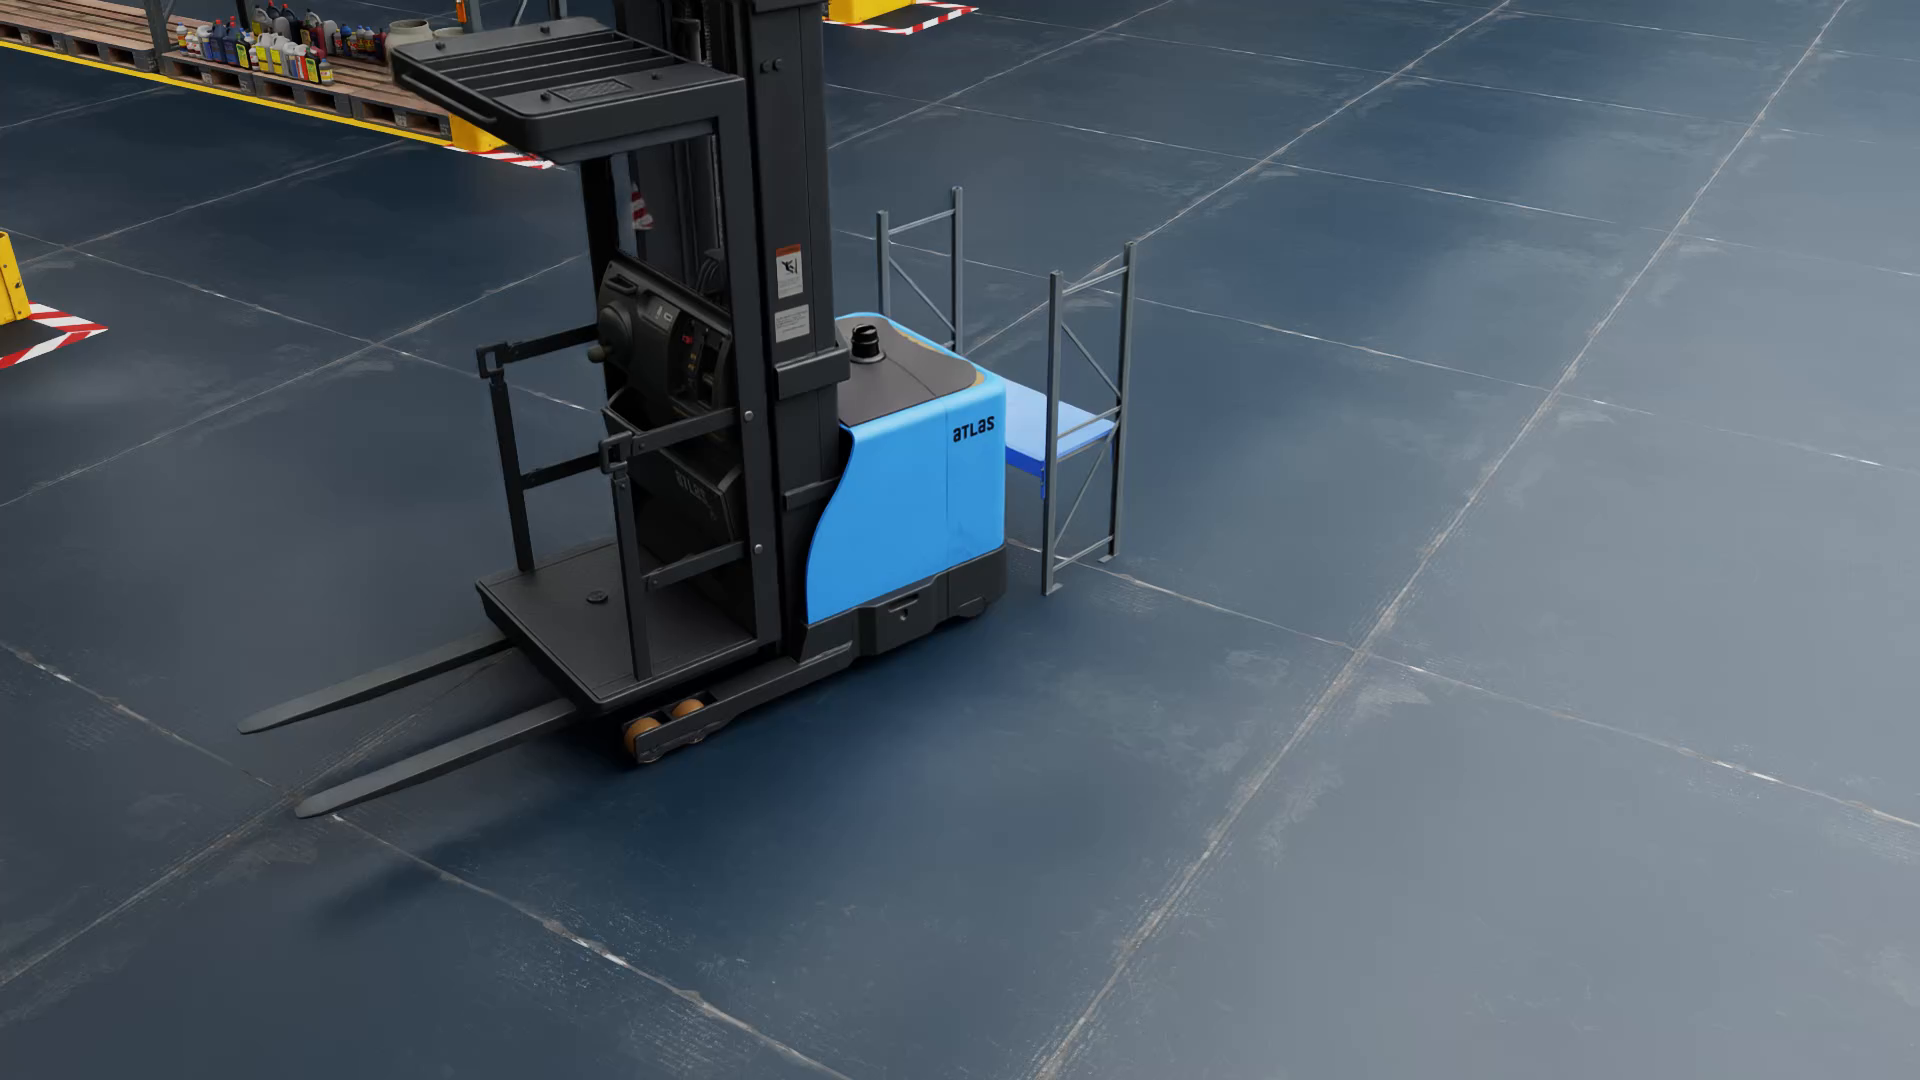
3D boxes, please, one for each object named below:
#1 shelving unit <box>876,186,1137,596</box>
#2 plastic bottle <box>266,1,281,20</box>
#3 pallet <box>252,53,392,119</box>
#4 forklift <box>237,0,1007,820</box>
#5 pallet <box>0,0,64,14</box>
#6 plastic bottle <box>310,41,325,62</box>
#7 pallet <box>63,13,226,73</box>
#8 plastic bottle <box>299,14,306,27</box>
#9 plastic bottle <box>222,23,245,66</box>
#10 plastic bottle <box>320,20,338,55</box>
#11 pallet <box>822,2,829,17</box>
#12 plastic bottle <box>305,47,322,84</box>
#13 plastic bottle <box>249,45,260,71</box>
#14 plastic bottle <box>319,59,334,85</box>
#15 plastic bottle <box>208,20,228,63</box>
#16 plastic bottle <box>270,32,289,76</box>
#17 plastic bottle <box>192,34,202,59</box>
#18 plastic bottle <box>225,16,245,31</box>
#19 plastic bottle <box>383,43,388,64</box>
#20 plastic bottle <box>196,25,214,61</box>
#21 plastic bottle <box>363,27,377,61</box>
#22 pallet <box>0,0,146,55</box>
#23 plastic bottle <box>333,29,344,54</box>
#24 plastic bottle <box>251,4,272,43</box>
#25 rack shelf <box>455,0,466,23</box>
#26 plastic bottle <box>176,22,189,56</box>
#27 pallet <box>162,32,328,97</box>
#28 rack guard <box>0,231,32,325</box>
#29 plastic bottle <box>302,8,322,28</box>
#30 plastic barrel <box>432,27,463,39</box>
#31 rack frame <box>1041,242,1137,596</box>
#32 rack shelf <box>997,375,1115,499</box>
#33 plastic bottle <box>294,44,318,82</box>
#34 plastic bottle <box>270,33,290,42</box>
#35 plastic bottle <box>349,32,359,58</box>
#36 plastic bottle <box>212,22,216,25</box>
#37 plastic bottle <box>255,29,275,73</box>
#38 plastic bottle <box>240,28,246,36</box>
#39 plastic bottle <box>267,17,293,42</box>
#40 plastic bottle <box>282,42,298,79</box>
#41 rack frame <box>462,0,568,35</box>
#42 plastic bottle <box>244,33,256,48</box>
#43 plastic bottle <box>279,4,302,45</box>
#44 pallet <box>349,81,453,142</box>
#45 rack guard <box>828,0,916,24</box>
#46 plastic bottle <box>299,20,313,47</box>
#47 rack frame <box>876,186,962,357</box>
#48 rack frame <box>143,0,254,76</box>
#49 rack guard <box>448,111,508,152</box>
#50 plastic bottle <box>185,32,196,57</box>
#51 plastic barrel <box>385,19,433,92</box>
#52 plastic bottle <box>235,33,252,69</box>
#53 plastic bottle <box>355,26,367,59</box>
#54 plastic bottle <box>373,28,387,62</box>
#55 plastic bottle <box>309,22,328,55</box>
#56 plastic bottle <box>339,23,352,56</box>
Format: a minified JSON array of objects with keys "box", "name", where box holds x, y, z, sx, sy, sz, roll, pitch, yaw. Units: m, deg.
[{"box":[0.183,-0.676,7.421,1.048,1.500,0.538,27,39,38],"name":"shelving unit"},{"box":[-6.144,-4.655,14.944,0.185,0.351,0.144,17,34,26],"name":"plastic bottle"},{"box":[-5.259,-3.930,14.276,1.213,0.211,1.003,18,35,27],"name":"pallet"},{"box":[-1.270,-0.724,6.082,3.031,2.935,1.130,-22,37,-32],"name":"forklift"},{"box":[-9.595,-5.301,16.628,1.213,0.211,1.003,18,35,27],"name":"pallet"},{"box":[-5.386,-4.033,13.946,0.133,0.283,0.061,18,35,27],"name":"plastic bottle"},{"box":[-7.529,-4.648,15.507,1.213,0.211,1.003,18,35,27],"name":"pallet"},{"box":[-5.822,-4.548,14.828,0.133,0.283,0.061,20,36,31],"name":"plastic bottle"},{"box":[-6.220,-4.260,14.268,0.185,0.351,0.144,16,34,25],"name":"plastic bottle"},{"box":[-5.573,-4.439,14.649,0.135,0.276,0.152,18,35,28],"name":"plastic bottle"},{"box":[-1.555,-5.749,17.395,1.213,0.211,1.003,18,35,27],"name":"pallet"},{"box":[-5.352,-3.932,13.772,0.133,0.283,0.061,18,35,29],"name":"plastic bottle"},{"box":[-5.993,-4.110,14.158,0.097,0.201,0.097,0,30,0],"name":"plastic bottle"},{"box":[-5.244,-3.873,13.752,0.097,0.201,0.097,0,30,0],"name":"plastic bottle"},{"box":[-6.380,-4.311,14.355,0.185,0.351,0.144,19,35,29],"name":"plastic bottle"},{"box":[-5.702,-4.096,13.987,0.185,0.351,0.144,19,35,29],"name":"plastic bottle"},{"box":[-6.634,-4.313,14.506,0.097,0.201,0.097,0,30,0],"name":"plastic bottle"},{"box":[-6.303,-4.372,14.460,0.185,0.351,0.144,18,35,27],"name":"plastic bottle"},{"box":[-4.913,-4.214,14.338,0.097,0.201,0.097,0,30,0],"name":"plastic bottle"},{"box":[-6.518,-4.324,14.452,0.135,0.276,0.152,19,35,29],"name":"plastic bottle"},{"box":[-5.115,-4.309,14.430,0.097,0.271,0.097,0,30,0],"name":"plastic bottle"},{"box":[-8.566,-4.974,16.067,1.213,0.211,1.003,18,35,27],"name":"pallet"},{"box":[-5.458,-4.387,14.633,0.097,0.201,0.097,0,30,0],"name":"plastic bottle"},{"box":[-6.221,-4.593,14.838,0.185,0.351,0.144,18,35,27],"name":"plastic bottle"},{"box":[-5.149,-4.812,13.735,4.000,0.370,1.077,18,35,27],"name":"rack shelf"},{"box":[-6.806,-4.397,14.582,0.097,0.271,0.097,0,30,0],"name":"plastic bottle"},{"box":[-6.296,-4.256,14.836,1.213,0.211,1.003,18,35,27],"name":"pallet"},{"box":[-6.071,-1.387,9.632,0.348,0.500,1.175,18,35,27],"name":"rack guard"},{"box":[-5.708,-4.517,14.708,0.185,0.351,0.144,17,34,27],"name":"plastic bottle"},{"box":[-4.053,-3.837,13.403,0.421,0.512,0.421,0,30,0],"name":"plastic barrel"},{"box":[0.544,-0.496,7.111,0.032,1.500,0.500,27,39,38],"name":"rack frame"},{"box":[0.183,-0.521,7.511,1.000,0.185,0.538,27,39,38],"name":"rack shelf"},{"box":[-5.442,-3.984,13.869,0.135,0.276,0.152,18,35,28],"name":"plastic bottle"},{"box":[-5.802,-4.184,14.211,0.135,0.276,0.152,18,35,27],"name":"plastic bottle"},{"box":[-5.284,-4.332,14.539,0.097,0.201,0.097,0,30,0],"name":"plastic bottle"},{"box":[-6.462,-4.373,14.529,0.133,0.283,0.061,18,35,27],"name":"plastic bottle"},{"box":[-5.860,-4.146,14.073,0.185,0.351,0.144,17,34,27],"name":"plastic bottle"},{"box":[-6.193,-4.289,14.396,0.097,0.271,0.097,0,30,0],"name":"plastic bottle"},{"box":[-6.039,-4.501,14.755,0.135,0.276,0.152,18,35,27],"name":"plastic bottle"},{"box":[-5.560,-4.022,13.933,0.135,0.276,0.152,17,34,26],"name":"plastic bottle"},{"box":[-3.455,-4.587,12.635,0.127,3.000,1.000,18,35,27],"name":"rack frame"},{"box":[-6.075,-4.202,14.248,0.097,0.271,0.097,0,30,0],"name":"plastic bottle"},{"box":[-5.982,-4.603,14.856,0.185,0.351,0.144,16,34,25],"name":"plastic bottle"},{"box":[-4.230,-3.602,13.716,1.213,0.211,1.003,18,35,27],"name":"pallet"},{"box":[-0.886,-5.641,16.924,0.348,0.500,1.175,18,35,27],"name":"rack guard"},{"box":[-5.741,-4.437,14.638,0.133,0.283,0.061,18,35,27],"name":"plastic bottle"},{"box":[-0.177,-0.857,7.730,0.032,1.500,0.500,27,39,38],"name":"rack frame"},{"box":[-6.843,-5.658,14.472,0.127,3.000,1.000,18,35,27],"name":"rack frame"},{"box":[-3.544,-3.507,13.266,0.348,0.500,1.175,18,35,27],"name":"rack guard"},{"box":[-6.720,-4.340,14.553,0.097,0.201,0.097,0,30,0],"name":"plastic bottle"},{"box":[-4.478,-3.971,13.633,0.421,0.512,0.421,0,30,0],"name":"plastic barrel"},{"box":[-6.102,-4.169,14.179,0.133,0.283,0.061,19,35,29],"name":"plastic bottle"},{"box":[-5.200,-4.336,14.476,0.097,0.271,0.097,0,30,0],"name":"plastic bottle"},{"box":[-5.007,-4.291,14.387,0.133,0.283,0.061,18,35,28],"name":"plastic bottle"},{"box":[-5.629,-4.397,14.569,0.133,0.283,0.061,18,35,27],"name":"plastic bottle"},{"box":[-5.372,-4.390,14.569,0.097,0.271,0.097,0,30,0],"name":"plastic bottle"}]
